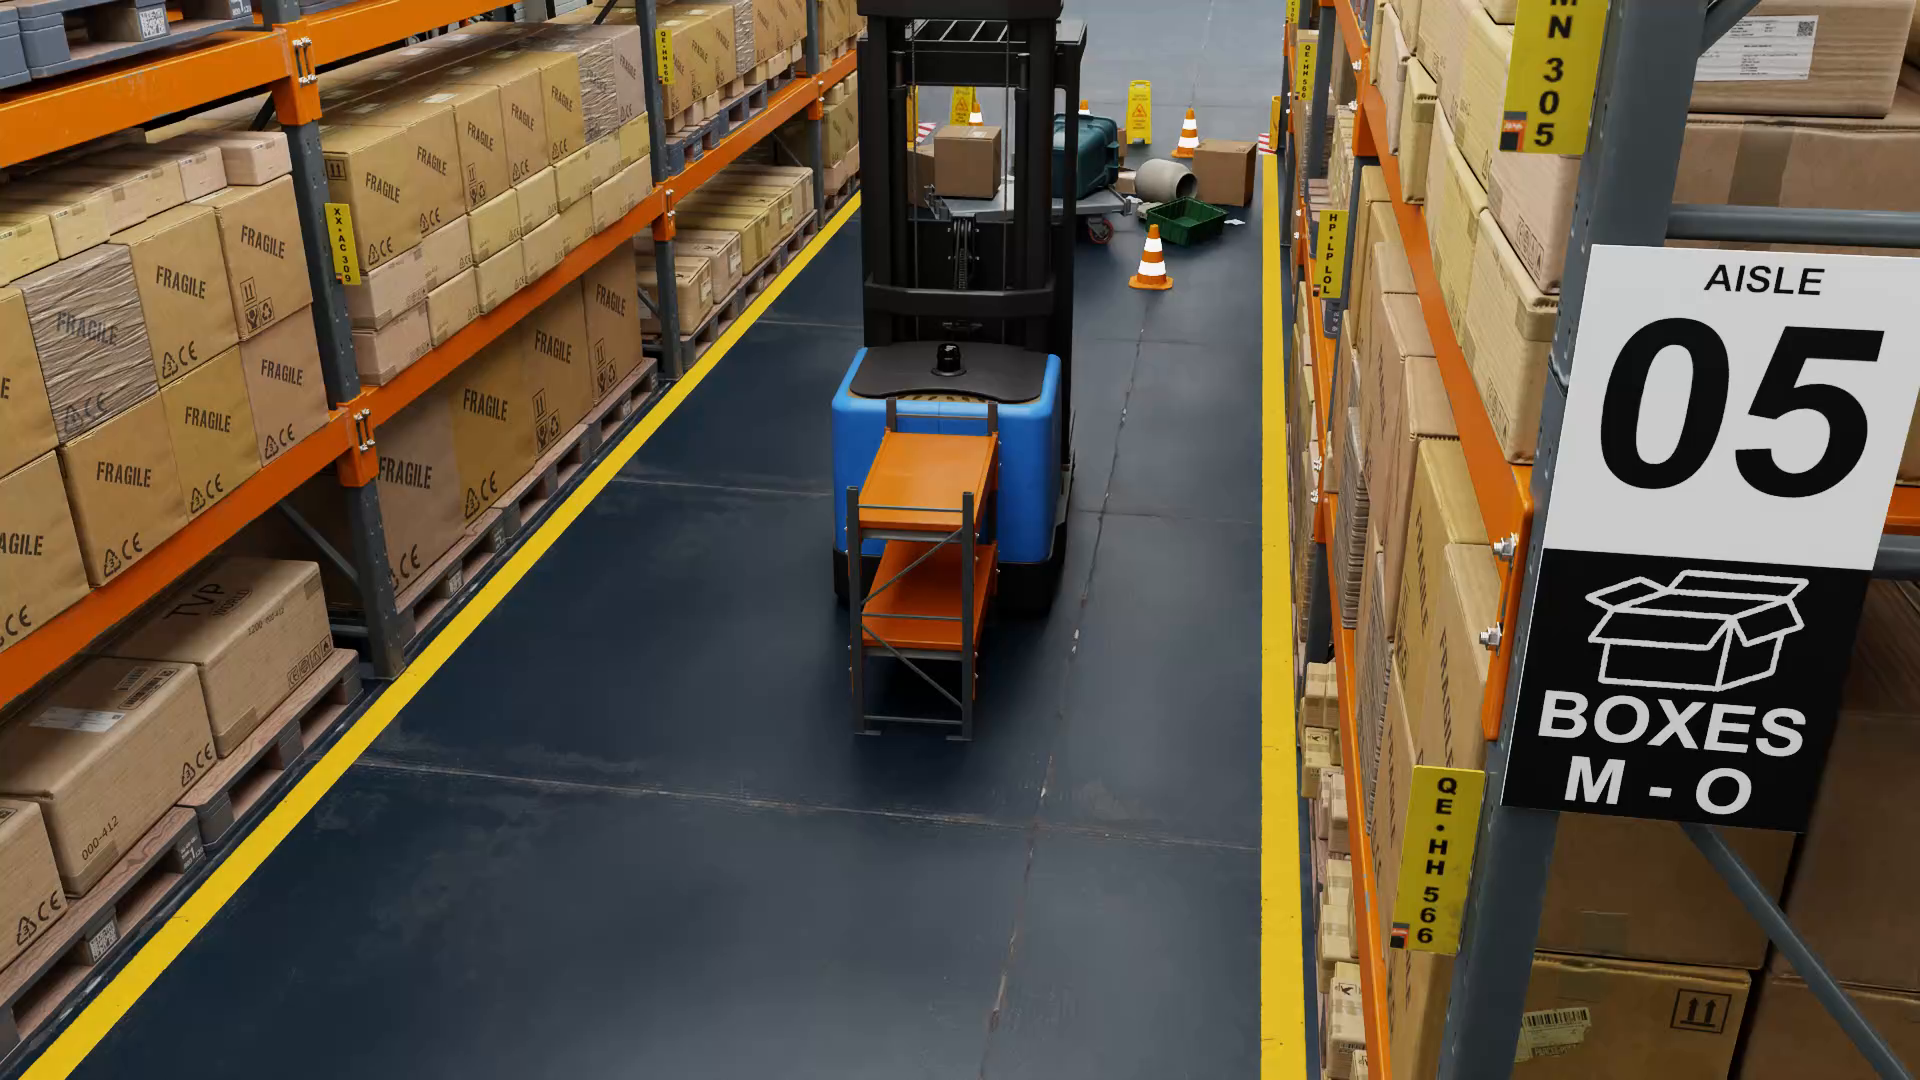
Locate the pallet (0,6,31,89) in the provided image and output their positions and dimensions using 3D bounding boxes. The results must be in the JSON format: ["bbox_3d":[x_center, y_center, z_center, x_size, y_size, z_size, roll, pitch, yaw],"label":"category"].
[{"bbox_3d":[-3.345,-1.251,4.452,1.003,0.211,1.213,4,25,9],"label":"pallet"}]

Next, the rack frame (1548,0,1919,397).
[{"bbox_3d":[1.247,-1.527,1.397,1.000,3.000,0.127,4,25,9],"label":"rack frame"}]

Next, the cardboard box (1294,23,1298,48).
[{"bbox_3d":[3.517,-4.729,15.139,0.875,0.550,0.500,4,25,9],"label":"cardboard box"}]

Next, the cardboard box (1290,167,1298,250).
[{"bbox_3d":[3.196,-2.734,13.211,1.050,0.750,0.750,4,25,8],"label":"cardboard box"}]

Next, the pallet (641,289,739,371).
[{"bbox_3d":[-2.216,-1.520,11.748,1.003,0.211,1.213,4,25,9],"label":"pallet"}]

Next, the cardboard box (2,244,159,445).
[{"bbox_3d":[-2.968,-0.640,5.281,0.500,0.500,0.500,4,25,9],"label":"cardboard box"}]

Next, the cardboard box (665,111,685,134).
[{"bbox_3d":[-2.029,-2.772,10.934,0.380,0.149,0.250,2,25,5],"label":"cardboard box"}]

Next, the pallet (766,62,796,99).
[{"bbox_3d":[-1.960,-3.733,13.413,1.003,0.211,1.213,4,25,9],"label":"pallet"}]

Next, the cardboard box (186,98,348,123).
[{"bbox_3d":[-3.096,-1.703,7.552,0.500,0.500,0.500,5,25,10],"label":"cardboard box"}]

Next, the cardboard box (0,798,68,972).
[{"bbox_3d":[-3.502,1.194,5.189,0.875,0.438,0.875,5,25,10],"label":"cardboard box"}]

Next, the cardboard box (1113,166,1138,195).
[{"bbox_3d":[1.672,-3.437,15.779,0.396,0.266,0.258,8,26,18],"label":"cardboard box"}]

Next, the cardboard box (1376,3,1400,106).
[{"bbox_3d":[1.492,-1.388,4.815,0.500,0.250,0.500,4,25,8],"label":"cardboard box"}]

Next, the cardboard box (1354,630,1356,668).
[{"bbox_3d":[1.365,0.281,4.907,0.380,0.149,0.250,5,26,11],"label":"cardboard box"}]

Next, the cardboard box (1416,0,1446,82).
[{"bbox_3d":[1.334,-1.175,3.771,0.500,0.250,0.500,3,25,6],"label":"cardboard box"}]

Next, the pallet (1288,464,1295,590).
[{"bbox_3d":[2.224,-0.057,8.623,1.003,0.211,1.213,4,25,9],"label":"pallet"}]

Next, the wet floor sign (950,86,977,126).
[{"bbox_3d":[0.049,-4.741,18.118,0.267,0.644,0.232,13,28,26],"label":"wet floor sign"}]

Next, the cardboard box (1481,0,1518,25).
[{"bbox_3d":[1.126,-0.988,2.902,0.380,0.149,0.250,4,25,9],"label":"cardboard box"}]

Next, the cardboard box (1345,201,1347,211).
[{"bbox_3d":[2.029,-1.527,7.923,0.380,0.149,0.250,5,26,10],"label":"cardboard box"}]

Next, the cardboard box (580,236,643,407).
[{"bbox_3d":[-2.540,-1.401,10.216,0.875,0.875,0.875,4,25,8],"label":"cardboard box"}]

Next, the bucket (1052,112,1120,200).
[{"bbox_3d":[0.956,-3.251,14.225,0.726,0.611,0.620,13,38,26],"label":"bucket"}]

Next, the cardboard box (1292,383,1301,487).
[{"bbox_3d":[2.030,-0.510,8.754,0.500,0.500,0.500,3,25,7],"label":"cardboard box"}]

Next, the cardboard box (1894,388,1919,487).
[{"bbox_3d":[1.573,-0.270,2.428,0.500,0.250,0.500,5,26,10],"label":"cardboard box"}]

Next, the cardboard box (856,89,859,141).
[{"bbox_3d":[-1.166,-4.083,15.798,0.500,0.500,0.500,5,26,11],"label":"cardboard box"}]

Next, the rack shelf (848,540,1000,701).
[{"bbox_3d":[-0.138,0.322,7.311,0.538,0.278,1.000,3,25,6],"label":"rack shelf"}]

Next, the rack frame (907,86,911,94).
[{"bbox_3d":[-1.038,-5.802,17.607,1.000,3.000,0.127,4,25,9],"label":"rack frame"}]

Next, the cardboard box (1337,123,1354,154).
[{"bbox_3d":[2.202,-2.107,8.812,0.380,0.149,0.250,4,25,8],"label":"cardboard box"}]

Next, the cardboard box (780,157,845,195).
[{"bbox_3d":[-1.329,-3.302,15.014,0.500,0.250,0.500,3,25,6],"label":"cardboard box"}]

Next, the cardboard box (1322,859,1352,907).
[{"bbox_3d":[1.350,1.157,5.257,0.380,0.149,0.250,4,25,8],"label":"cardboard box"}]

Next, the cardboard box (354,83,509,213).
[{"bbox_3d":[-2.503,-1.870,7.909,0.500,0.500,0.500,3,25,7],"label":"cardboard box"}]

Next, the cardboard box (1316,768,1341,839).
[{"bbox_3d":[1.492,0.967,6.013,0.380,0.149,0.250,4,25,8],"label":"cardboard box"}]

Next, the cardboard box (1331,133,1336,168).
[{"bbox_3d":[2.278,-2.178,9.316,0.380,0.149,0.250,5,26,11],"label":"cardboard box"}]

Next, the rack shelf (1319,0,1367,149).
[{"bbox_3d":[2.228,-2.352,7.546,1.077,0.370,4.000,4,25,9],"label":"rack shelf"}]

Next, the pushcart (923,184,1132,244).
[{"bbox_3d":[0.566,-2.804,14.296,1.648,0.377,0.936,-5,25,-10],"label":"pushcart"}]

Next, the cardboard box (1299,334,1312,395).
[{"bbox_3d":[2.027,-0.863,8.625,0.500,0.250,0.500,4,25,9],"label":"cardboard box"}]

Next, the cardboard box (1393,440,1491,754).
[{"bbox_3d":[1.160,0.137,3.271,0.500,0.500,0.500,3,25,7],"label":"cardboard box"}]

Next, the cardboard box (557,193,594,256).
[{"bbox_3d":[-2.338,-1.735,9.094,0.500,0.250,0.500,4,25,8],"label":"cardboard box"}]

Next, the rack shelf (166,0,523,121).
[{"bbox_3d":[-2.672,-2.652,8.189,1.077,0.370,4.000,4,25,9],"label":"rack shelf"}]

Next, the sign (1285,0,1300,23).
[{"bbox_3d":[2.661,-4.294,13.271,0.100,0.325,0.005,4,25,9],"label":"sign"}]

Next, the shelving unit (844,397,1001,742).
[{"bbox_3d":[-0.138,0.101,7.208,0.538,1.125,1.048,3,25,6],"label":"shelving unit"}]

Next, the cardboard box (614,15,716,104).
[{"bbox_3d":[-1.965,-3.217,11.120,0.500,0.500,0.500,5,26,11],"label":"cardboard box"}]

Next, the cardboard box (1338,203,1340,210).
[{"bbox_3d":[2.111,-1.609,8.451,0.380,0.149,0.250,5,26,10],"label":"cardboard box"}]

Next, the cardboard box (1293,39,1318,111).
[{"bbox_3d":[2.775,-3.461,12.488,0.500,0.500,0.500,4,25,9],"label":"cardboard box"}]

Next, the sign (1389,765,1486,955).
[{"bbox_3d":[0.703,0.476,2.456,0.100,0.325,0.005,4,25,9],"label":"sign"}]

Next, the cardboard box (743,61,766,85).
[{"bbox_3d":[-1.684,-3.546,12.587,0.380,0.149,0.250,4,25,8],"label":"cardboard box"}]

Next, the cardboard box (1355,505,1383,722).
[{"bbox_3d":[1.321,0.169,4.382,0.500,0.500,0.500,5,26,11],"label":"cardboard box"}]

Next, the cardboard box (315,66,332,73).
[{"bbox_3d":[-6.535,-4.512,16.420,0.500,0.250,0.500,4,25,9],"label":"cardboard box"}]

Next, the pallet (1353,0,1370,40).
[{"bbox_3d":[2.107,-2.007,6.182,1.213,0.211,1.003,4,25,9],"label":"pallet"}]

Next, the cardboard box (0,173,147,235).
[{"bbox_3d":[-2.959,-1.111,5.522,0.380,0.149,0.250,4,25,8],"label":"cardboard box"}]

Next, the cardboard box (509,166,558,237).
[{"bbox_3d":[-2.402,-1.747,8.531,0.500,0.250,0.500,3,25,7],"label":"cardboard box"}]

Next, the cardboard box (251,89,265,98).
[{"bbox_3d":[-6.200,-4.050,15.432,0.500,0.250,0.500,4,25,8],"label":"cardboard box"}]

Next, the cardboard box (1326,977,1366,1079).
[{"bbox_3d":[1.193,1.345,4.505,0.380,0.149,0.250,5,26,10],"label":"cardboard box"}]

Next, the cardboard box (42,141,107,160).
[{"bbox_3d":[-3.332,-1.353,6.039,0.380,0.149,0.250,4,25,9],"label":"cardboard box"}]

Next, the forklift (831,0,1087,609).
[{"bbox_3d":[0.069,-1.593,8.695,1.130,2.935,3.031,3,25,6],"label":"forklift"}]
